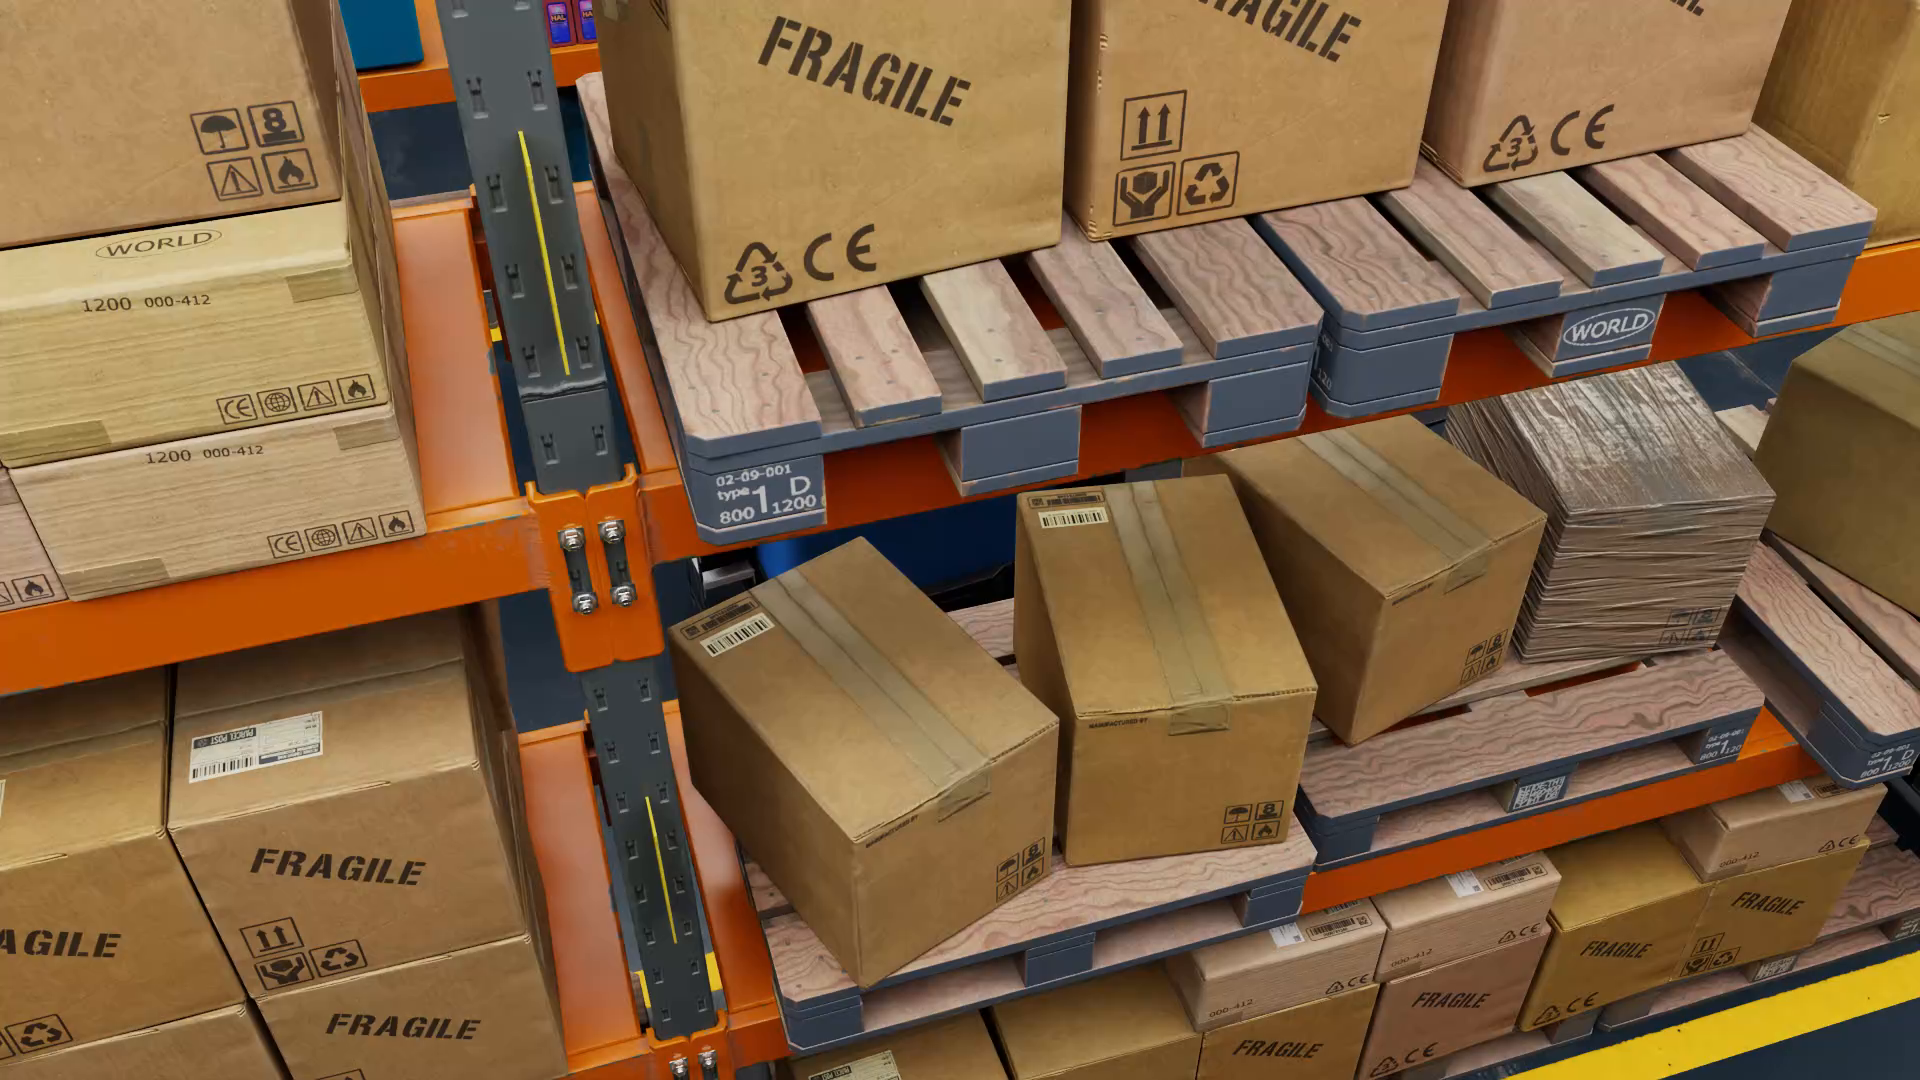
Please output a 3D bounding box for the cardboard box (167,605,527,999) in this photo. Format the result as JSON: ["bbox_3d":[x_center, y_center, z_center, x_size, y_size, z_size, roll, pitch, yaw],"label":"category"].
[{"bbox_3d":[-1.132,0.453,3.116,0.500,0.500,0.500,-11,42,-13],"label":"cardboard box"}]

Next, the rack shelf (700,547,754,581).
[{"bbox_3d":[-0.909,0.022,6.228,0.200,0.077,0.258,-16,44,-18],"label":"rack shelf"}]

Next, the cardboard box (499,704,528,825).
[{"bbox_3d":[-1.296,0.497,3.825,0.500,0.500,0.500,-11,42,-12],"label":"cardboard box"}]

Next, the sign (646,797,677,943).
[{"bbox_3d":[-0.558,0.618,3.105,0.005,0.325,0.100,-12,42,-13],"label":"sign"}]

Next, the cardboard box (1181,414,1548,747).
[{"bbox_3d":[0.939,0.021,4.051,0.500,0.500,0.700,-22,46,-24],"label":"cardboard box"}]

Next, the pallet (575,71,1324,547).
[{"bbox_3d":[-0.085,-0.539,2.950,1.003,0.211,1.213,-12,42,-13],"label":"pallet"}]

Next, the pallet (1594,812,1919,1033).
[{"bbox_3d":[2.364,0.988,5.458,1.213,0.211,1.003,-12,42,-13],"label":"pallet"}]

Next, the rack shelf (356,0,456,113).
[{"bbox_3d":[-4.120,-1.838,7.121,4.000,0.370,1.077,-12,42,-13],"label":"rack shelf"}]

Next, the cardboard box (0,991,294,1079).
[{"bbox_3d":[-1.619,0.930,3.330,0.500,0.500,0.500,-11,42,-12],"label":"cardboard box"}]

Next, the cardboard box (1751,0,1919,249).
[{"bbox_3d":[1.699,-1.042,3.307,0.500,0.500,0.910,-12,42,-13],"label":"cardboard box"}]

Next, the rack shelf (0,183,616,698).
[{"bbox_3d":[-2.635,0.141,2.575,4.000,0.370,1.077,-12,42,-13],"label":"rack shelf"}]

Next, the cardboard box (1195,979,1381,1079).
[{"bbox_3d":[0.791,1.231,4.626,0.500,0.500,0.500,-11,42,-13],"label":"cardboard box"}]

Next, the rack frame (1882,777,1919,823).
[{"bbox_3d":[3.087,-0.186,4.683,0.127,3.000,1.000,-12,42,-13],"label":"rack frame"}]

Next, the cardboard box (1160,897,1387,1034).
[{"bbox_3d":[0.761,0.958,4.369,0.500,0.250,0.500,-12,42,-13],"label":"cardboard box"}]

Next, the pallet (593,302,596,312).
[{"bbox_3d":[-1.464,-1.581,8.399,1.213,0.211,1.003,-12,42,-13],"label":"pallet"}]

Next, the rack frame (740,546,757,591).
[{"bbox_3d":[-0.816,-0.098,6.178,0.006,0.900,0.240,-16,44,-18],"label":"rack frame"}]

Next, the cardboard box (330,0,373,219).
[{"bbox_3d":[-1.266,-0.716,2.744,0.500,0.250,0.500,-12,42,-13],"label":"cardboard box"}]

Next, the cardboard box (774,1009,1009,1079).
[{"bbox_3d":[-0.193,1.438,4.390,0.500,0.500,0.500,-14,43,-15],"label":"cardboard box"}]

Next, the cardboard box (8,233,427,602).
[{"bbox_3d":[-1.112,-0.205,2.539,0.500,0.250,0.500,-12,42,-13],"label":"cardboard box"}]

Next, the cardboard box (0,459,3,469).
[{"bbox_3d":[-1.588,-0.293,2.260,0.500,0.250,0.500,-12,42,-13],"label":"cardboard box"}]

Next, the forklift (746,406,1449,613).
[{"bbox_3d":[0.574,-1.270,5.976,3.031,2.935,1.130,-16,44,-18],"label":"forklift"}]

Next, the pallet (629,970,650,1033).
[{"bbox_3d":[-1.383,1.790,4.541,1.213,0.211,1.003,-12,42,-13],"label":"pallet"}]

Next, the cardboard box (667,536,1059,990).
[{"bbox_3d":[-0.209,0.456,3.553,0.500,0.500,0.700,-26,48,-27],"label":"cardboard box"}]

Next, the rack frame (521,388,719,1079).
[{"bbox_3d":[-0.728,0.605,3.778,0.127,3.000,1.000,-12,42,-13],"label":"rack frame"}]

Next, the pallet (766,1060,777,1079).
[{"bbox_3d":[0.037,1.471,4.906,1.213,0.211,1.003,-12,42,-13],"label":"pallet"}]

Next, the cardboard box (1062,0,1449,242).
[{"bbox_3d":[0.405,-0.958,2.815,0.600,0.600,0.600,-12,43,-14],"label":"cardboard box"}]

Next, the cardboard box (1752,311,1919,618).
[{"bbox_3d":[2.521,-0.186,4.288,0.500,0.500,0.700,-26,48,-27],"label":"cardboard box"}]

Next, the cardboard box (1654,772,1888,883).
[{"bbox_3d":[2.213,0.654,4.718,0.500,0.250,0.500,-10,42,-11],"label":"cardboard box"}]

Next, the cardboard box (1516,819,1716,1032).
[{"bbox_3d":[1.772,1.024,4.863,0.500,0.500,0.500,-13,43,-15],"label":"cardboard box"}]

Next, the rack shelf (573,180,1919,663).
[{"bbox_3d":[1.180,-0.649,3.480,4.000,0.370,1.077,-12,42,-13],"label":"rack shelf"}]

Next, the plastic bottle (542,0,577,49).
[{"bbox_3d":[-1.734,-2.265,7.152,0.133,0.283,0.061,-12,42,-13],"label":"plastic bottle"}]

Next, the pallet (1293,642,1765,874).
[{"bbox_3d":[1.234,0.274,4.303,1.213,0.211,1.003,-12,42,-13],"label":"pallet"}]

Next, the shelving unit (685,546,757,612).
[{"bbox_3d":[-0.909,-0.071,6.147,0.210,0.900,0.258,-16,44,-18],"label":"shelving unit"}]
